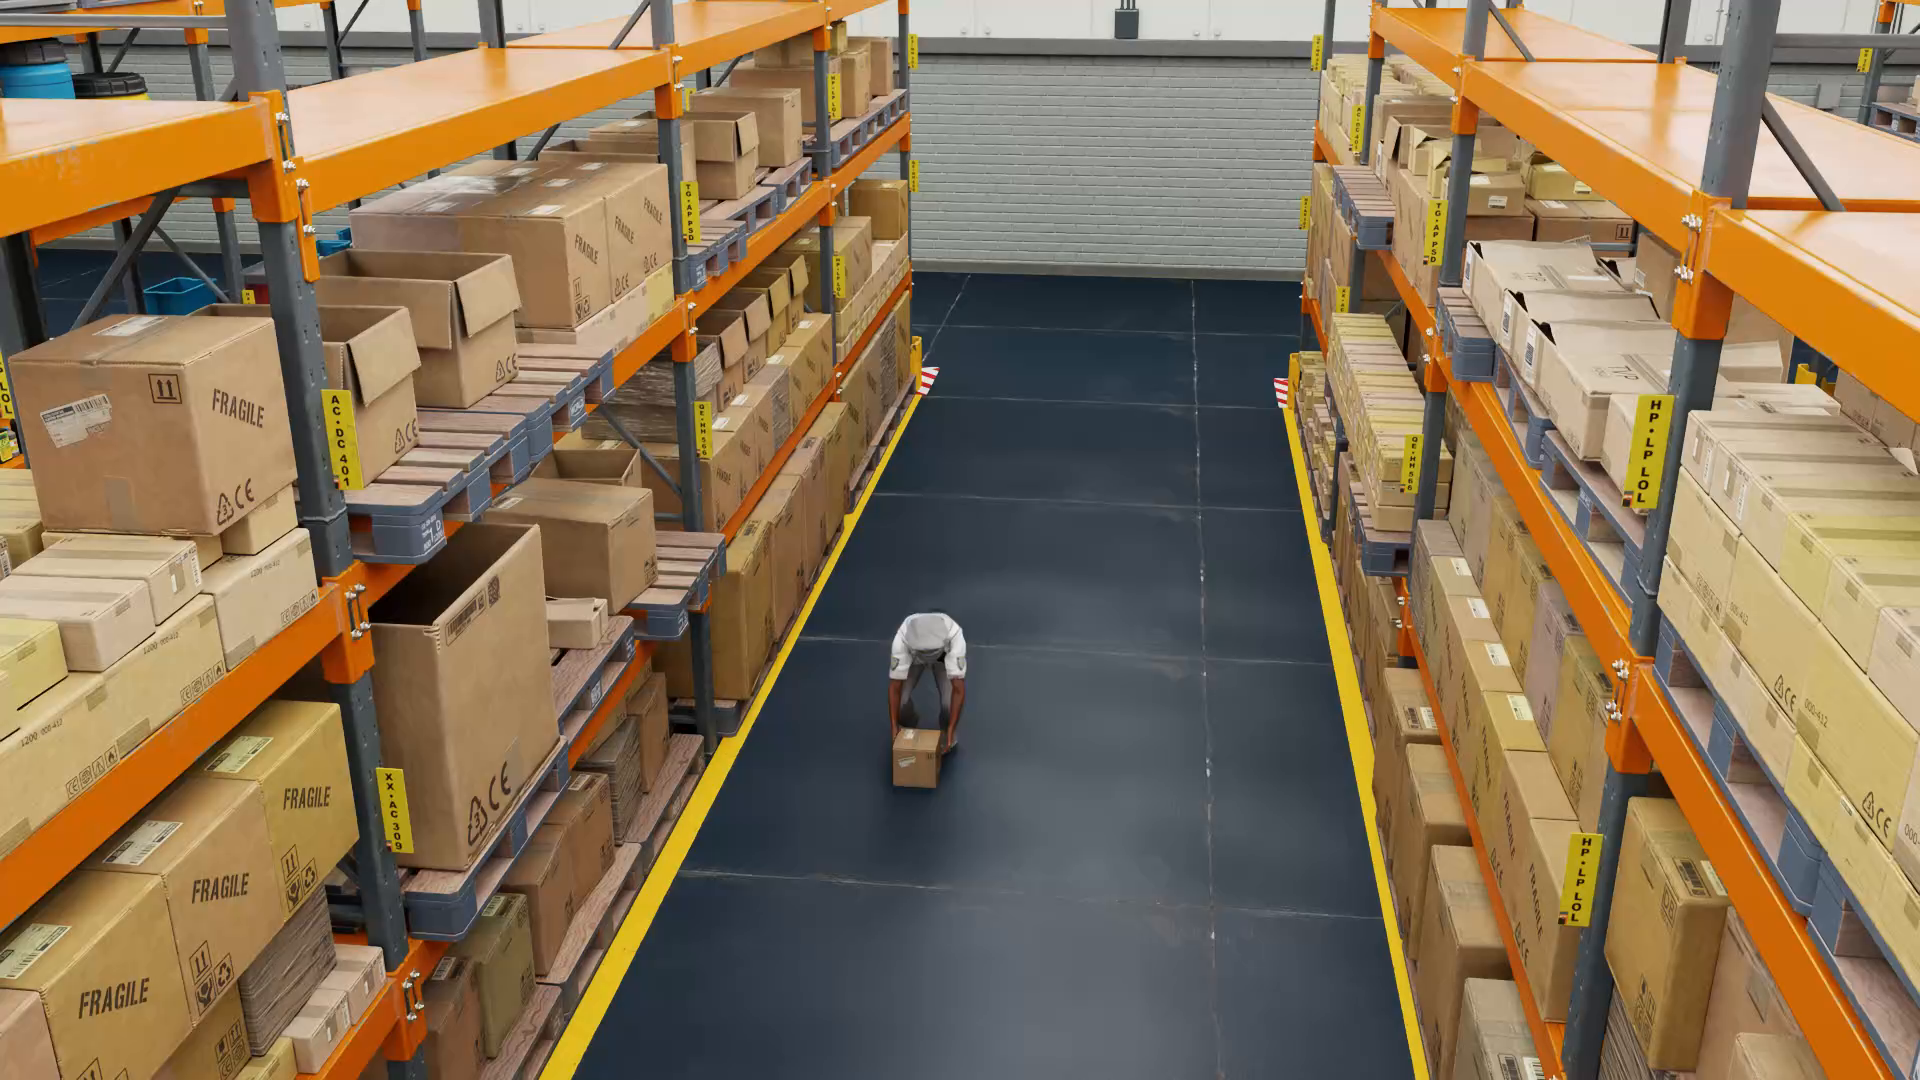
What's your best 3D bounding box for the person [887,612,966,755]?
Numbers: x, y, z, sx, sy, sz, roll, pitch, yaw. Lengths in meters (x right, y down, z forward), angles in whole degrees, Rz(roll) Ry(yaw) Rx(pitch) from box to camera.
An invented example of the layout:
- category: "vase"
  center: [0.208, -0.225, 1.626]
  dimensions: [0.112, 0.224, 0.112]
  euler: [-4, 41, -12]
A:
- category: "person"
  center: [-0.189, 0.808, 9.950]
  dimensions: [0.487, 0.988, 0.855]
  euler: [2, 21, 6]
